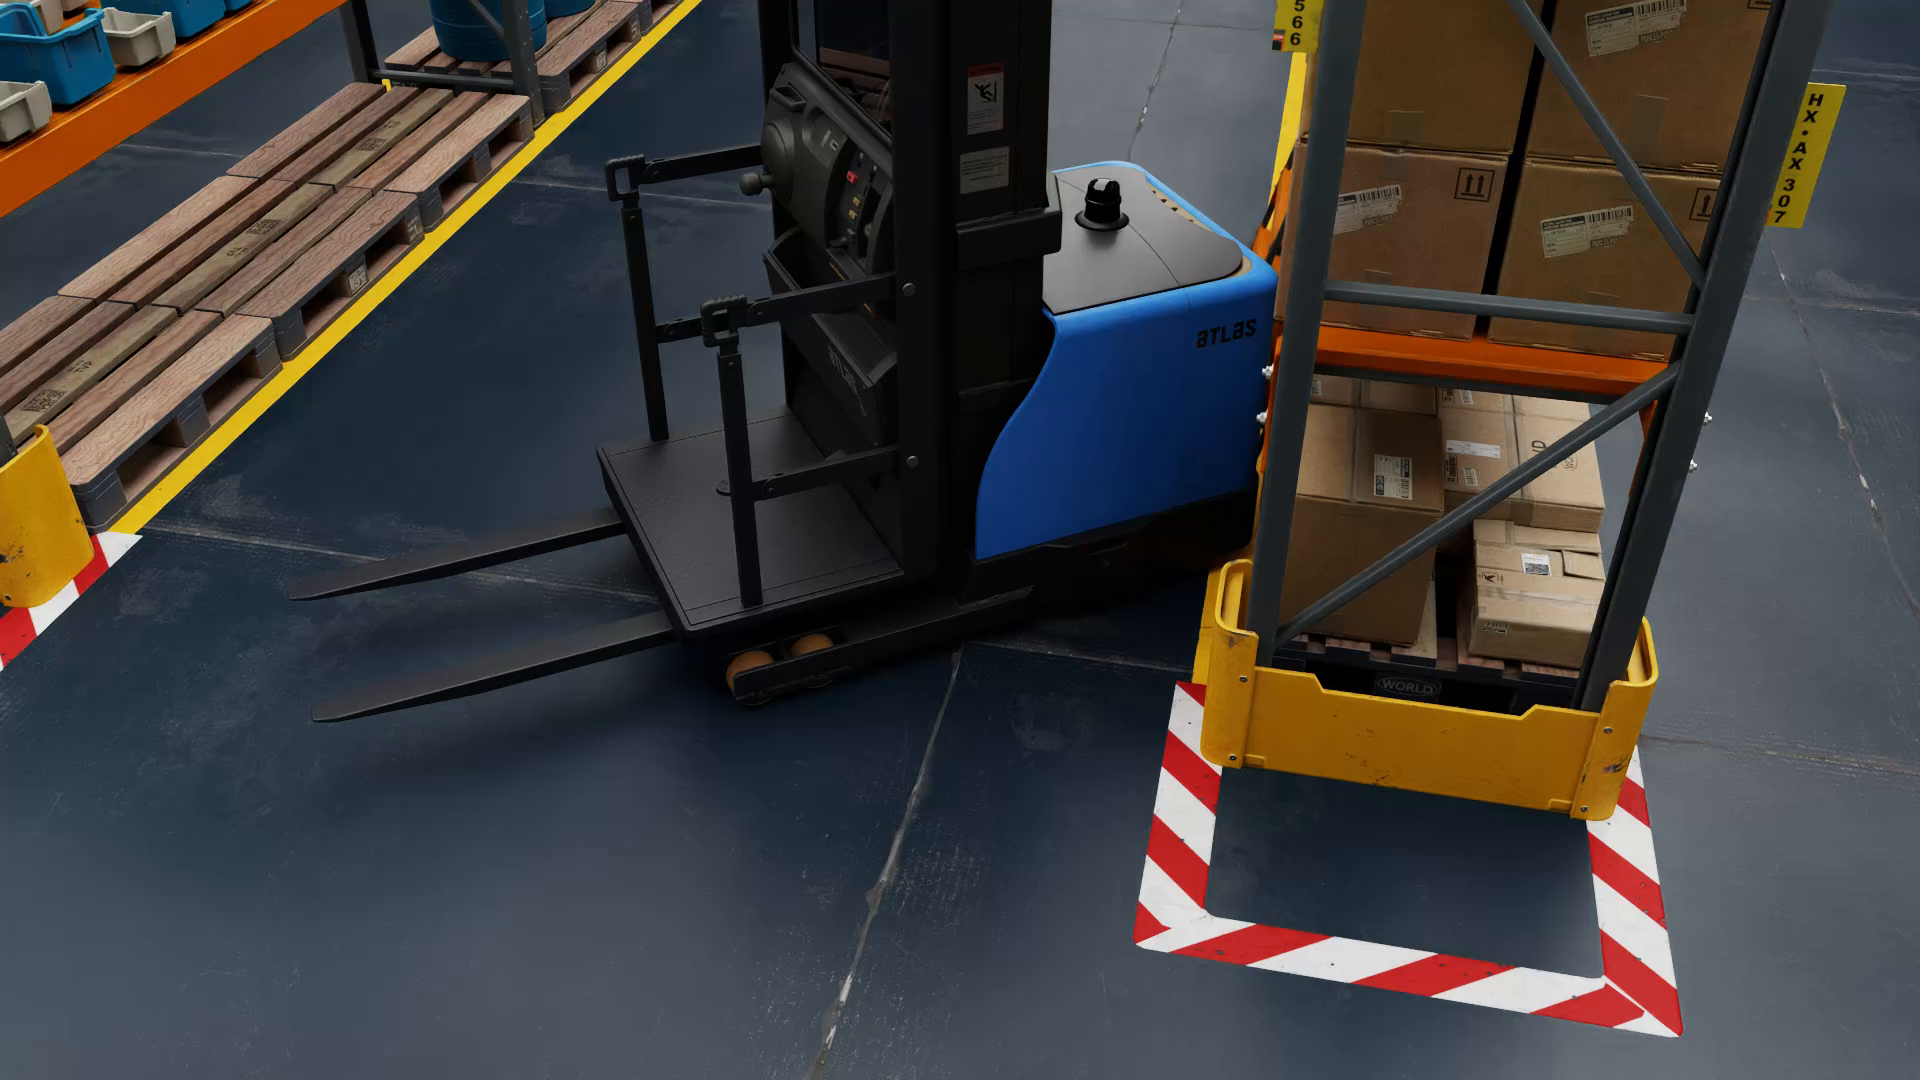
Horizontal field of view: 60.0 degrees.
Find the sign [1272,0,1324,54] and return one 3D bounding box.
[{"bbox_3d":[0.748,-1.225,3.628,0.100,0.325,0.005,7,37,10],"label":"sign"}]

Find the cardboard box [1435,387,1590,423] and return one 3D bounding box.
[{"bbox_3d":[1.893,-0.461,5.798,0.500,0.250,0.500,7,37,10],"label":"cardboard box"}]

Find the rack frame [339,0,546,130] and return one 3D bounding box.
[{"bbox_3d":[-2.698,-3.463,7.972,1.000,3.000,0.127,7,37,10],"label":"rack frame"}]

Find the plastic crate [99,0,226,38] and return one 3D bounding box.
[{"bbox_3d":[-2.896,-1.982,6.020,0.416,0.233,0.300,7,37,10],"label":"plastic crate"}]

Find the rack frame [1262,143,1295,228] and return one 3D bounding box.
[{"bbox_3d":[1.097,-0.891,5.842,0.240,1.200,0.015,18,44,0],"label":"rack frame"}]

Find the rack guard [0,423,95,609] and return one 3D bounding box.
[{"bbox_3d":[-3.545,-0.142,5.520,1.175,0.500,0.348,7,37,10],"label":"rack guard"}]

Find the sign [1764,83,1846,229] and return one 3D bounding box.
[{"bbox_3d":[1.816,-0.829,3.601,0.100,0.325,0.005,7,37,10],"label":"sign"}]

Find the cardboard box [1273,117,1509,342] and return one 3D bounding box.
[{"bbox_3d":[1.116,-0.878,4.321,0.500,0.500,0.500,8,37,11],"label":"cardboard box"}]

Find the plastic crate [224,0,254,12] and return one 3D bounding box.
[{"bbox_3d":[-2.832,-2.154,6.257,0.416,0.233,0.300,7,37,10],"label":"plastic crate"}]

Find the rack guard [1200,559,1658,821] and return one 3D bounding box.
[{"bbox_3d":[1.302,0.422,4.742,1.175,0.500,0.348,7,37,10],"label":"rack guard"}]

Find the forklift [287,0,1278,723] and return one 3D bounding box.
[{"bbox_3d":[-0.570,-1.038,4.684,3.031,2.935,1.130,-15,38,-19],"label":"forklift"}]

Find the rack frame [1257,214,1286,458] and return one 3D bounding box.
[{"bbox_3d":[0.991,-0.571,5.490,0.240,1.200,0.015,18,44,0],"label":"rack frame"}]

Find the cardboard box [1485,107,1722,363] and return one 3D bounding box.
[{"bbox_3d":[1.639,-0.809,4.225,0.500,0.500,0.500,8,37,11],"label":"cardboard box"}]

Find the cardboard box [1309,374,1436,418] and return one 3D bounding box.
[{"bbox_3d":[1.394,-0.495,5.845,0.500,0.250,0.500,7,37,10],"label":"cardboard box"}]

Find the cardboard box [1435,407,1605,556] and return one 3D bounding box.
[{"bbox_3d":[1.786,-0.175,5.403,0.500,0.250,0.500,7,37,10],"label":"cardboard box"}]

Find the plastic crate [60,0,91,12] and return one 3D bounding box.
[{"bbox_3d":[-3.398,-2.077,6.233,0.298,0.136,0.250,7,37,10],"label":"plastic crate"}]

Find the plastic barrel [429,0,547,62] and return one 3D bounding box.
[{"bbox_3d":[-2.565,-3.093,8.892,0.600,0.901,0.708,7,37,10],"label":"plastic barrel"}]

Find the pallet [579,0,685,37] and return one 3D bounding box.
[{"bbox_3d":[-2.234,-3.473,10.362,1.003,0.211,1.213,7,37,10],"label":"pallet"}]

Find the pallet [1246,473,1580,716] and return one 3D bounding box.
[{"bbox_3d":[1.472,0.082,5.458,1.003,0.211,1.213,7,37,10],"label":"pallet"}]

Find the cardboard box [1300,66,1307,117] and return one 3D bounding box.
[{"bbox_3d":[1.223,-1.176,4.732,0.500,0.500,0.500,8,37,10],"label":"cardboard box"}]

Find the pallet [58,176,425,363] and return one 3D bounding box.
[{"bbox_3d":[-3.075,-1.206,7.234,1.003,0.211,1.213,7,37,10],"label":"pallet"}]

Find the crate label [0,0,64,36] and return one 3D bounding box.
[{"bbox_3d":[-3.443,-1.905,5.996,0.396,0.136,0.243,7,37,10],"label":"crate label"}]

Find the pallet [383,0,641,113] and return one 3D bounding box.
[{"bbox_3d":[-2.492,-2.771,9.394,1.003,0.211,1.213,7,37,10],"label":"pallet"}]

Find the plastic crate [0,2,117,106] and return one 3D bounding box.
[{"bbox_3d":[-3.037,-1.604,5.499,0.416,0.233,0.300,7,37,10],"label":"plastic crate"}]

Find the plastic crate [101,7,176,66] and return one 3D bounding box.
[{"bbox_3d":[-2.883,-1.750,5.782,0.250,0.136,0.298,7,37,10],"label":"plastic crate"}]

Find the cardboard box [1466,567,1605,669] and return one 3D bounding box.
[{"bbox_3d":[1.711,0.232,4.928,0.380,0.149,0.250,7,37,10],"label":"cardboard box"}]

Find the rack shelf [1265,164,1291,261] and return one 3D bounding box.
[{"bbox_3d":[1.128,-1.002,5.394,0.258,0.148,0.480,18,44,0],"label":"rack shelf"}]

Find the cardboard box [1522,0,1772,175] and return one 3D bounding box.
[{"bbox_3d":[1.639,-1.214,3.931,0.500,0.500,0.500,8,37,11],"label":"cardboard box"}]

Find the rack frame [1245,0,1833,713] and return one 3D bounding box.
[{"bbox_3d":[1.286,-0.547,3.949,1.000,3.000,0.127,7,37,10],"label":"rack frame"}]

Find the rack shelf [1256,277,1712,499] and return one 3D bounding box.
[{"bbox_3d":[1.713,-1.402,5.742,1.077,0.370,4.000,7,37,10],"label":"rack shelf"}]

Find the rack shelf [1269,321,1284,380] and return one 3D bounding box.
[{"bbox_3d":[1.029,-0.685,5.713,0.258,0.148,0.480,18,44,0],"label":"rack shelf"}]

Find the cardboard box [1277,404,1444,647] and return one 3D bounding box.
[{"bbox_3d":[1.162,-0.056,5.026,0.500,0.500,0.500,7,37,10],"label":"cardboard box"}]

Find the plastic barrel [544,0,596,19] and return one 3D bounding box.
[{"bbox_3d":[-2.414,-3.499,9.452,0.600,0.901,0.708,7,37,10],"label":"plastic barrel"}]

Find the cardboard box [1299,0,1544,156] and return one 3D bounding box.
[{"bbox_3d":[1.113,-1.282,4.025,0.500,0.500,0.500,7,37,10],"label":"cardboard box"}]

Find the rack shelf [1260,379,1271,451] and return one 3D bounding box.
[{"bbox_3d":[0.986,-0.548,5.850,0.258,0.148,0.480,18,44,0],"label":"rack shelf"}]

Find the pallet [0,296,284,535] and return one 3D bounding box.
[{"bbox_3d":[-3.338,-0.509,6.272,1.003,0.211,1.213,7,37,10],"label":"pallet"}]

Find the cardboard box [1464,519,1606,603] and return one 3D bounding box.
[{"bbox_3d":[1.765,0.082,5.120,0.380,0.166,0.250,7,37,10],"label":"cardboard box"}]

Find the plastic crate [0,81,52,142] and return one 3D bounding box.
[{"bbox_3d":[-3.028,-1.361,5.246,0.250,0.136,0.298,7,37,10],"label":"plastic crate"}]

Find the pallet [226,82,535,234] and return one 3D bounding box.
[{"bbox_3d":[-2.817,-1.908,8.202,1.003,0.211,1.213,7,37,10],"label":"pallet"}]

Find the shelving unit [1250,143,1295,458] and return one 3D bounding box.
[{"bbox_3d":[1.044,-0.731,5.666,0.258,1.200,0.503,18,44,0],"label":"shelving unit"}]

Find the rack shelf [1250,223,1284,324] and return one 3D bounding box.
[{"bbox_3d":[1.077,-0.839,5.558,0.258,0.148,0.480,18,44,0],"label":"rack shelf"}]

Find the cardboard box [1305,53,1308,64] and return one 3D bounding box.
[{"bbox_3d":[1.220,-1.572,4.425,0.500,0.500,0.500,8,37,11],"label":"cardboard box"}]

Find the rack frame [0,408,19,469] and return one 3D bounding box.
[{"bbox_3d":[-3.552,-1.170,4.808,1.000,3.000,0.127,7,37,10],"label":"rack frame"}]
